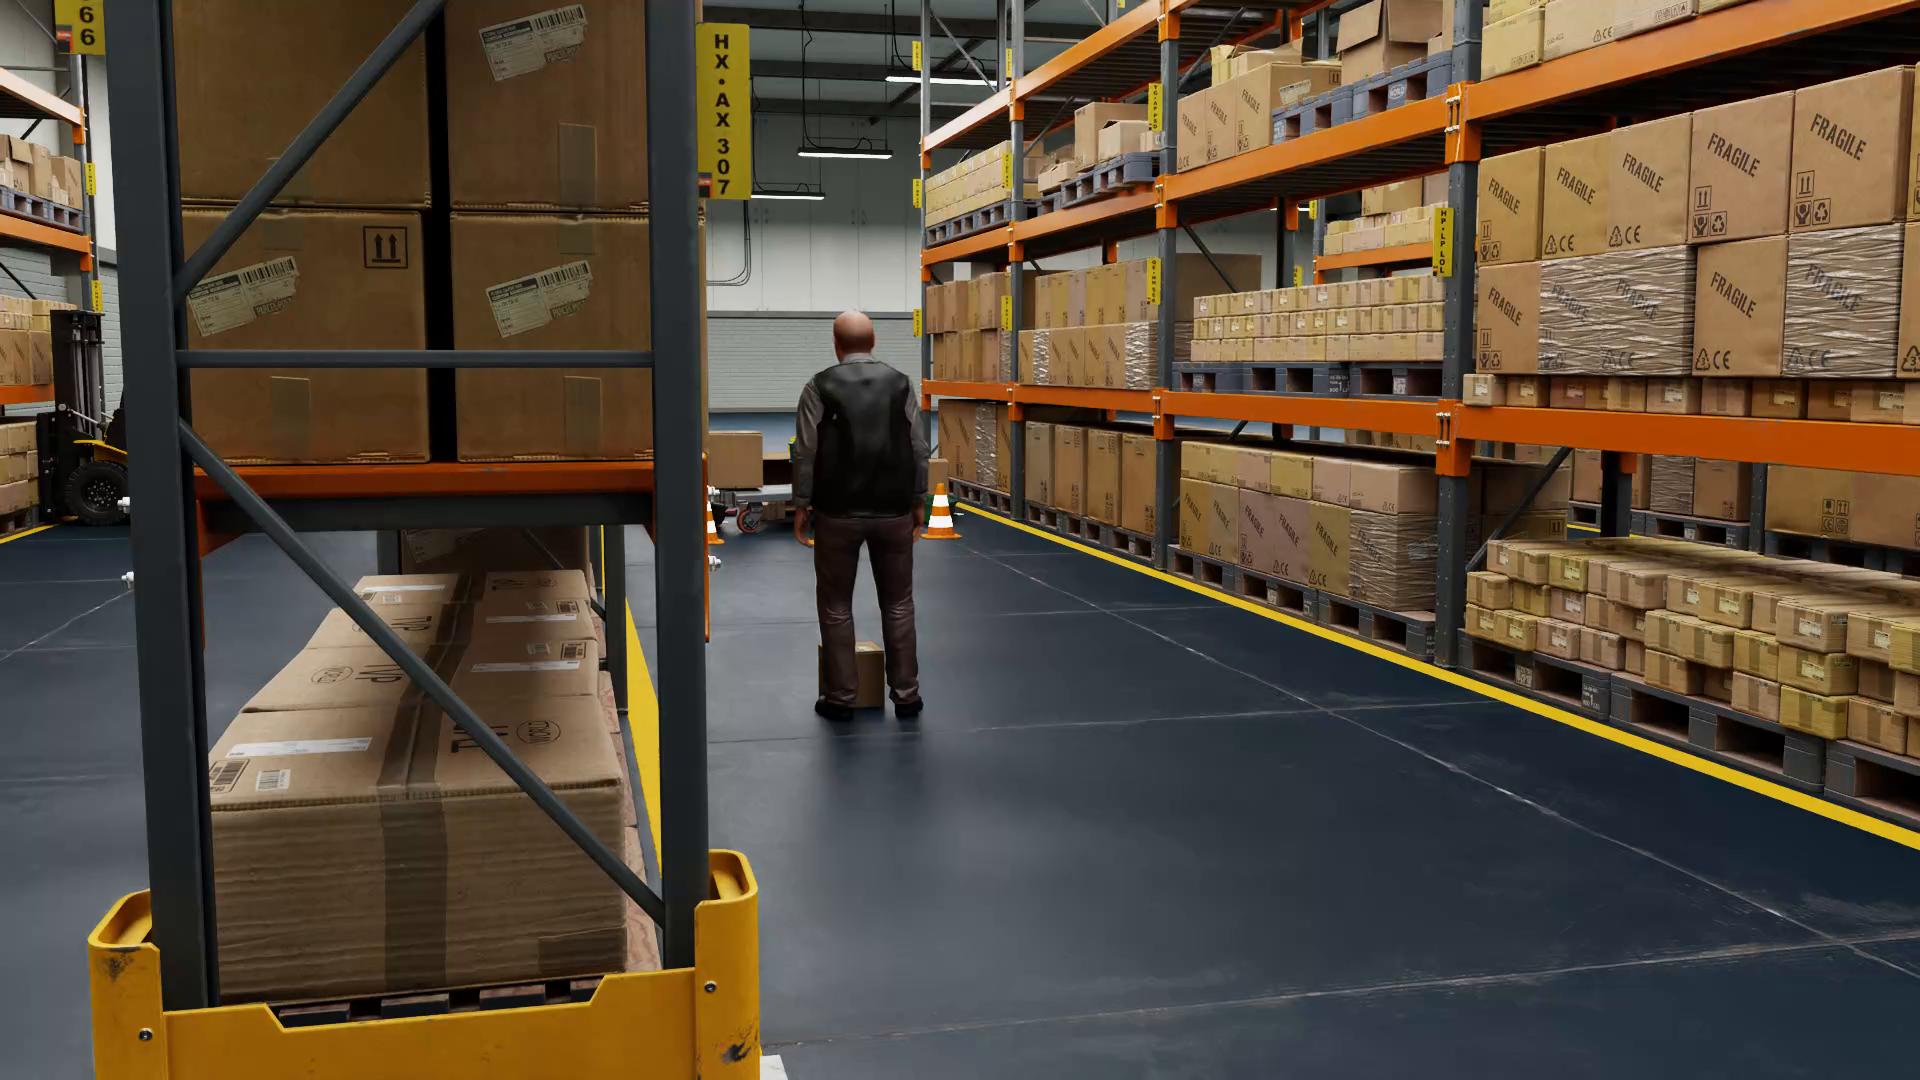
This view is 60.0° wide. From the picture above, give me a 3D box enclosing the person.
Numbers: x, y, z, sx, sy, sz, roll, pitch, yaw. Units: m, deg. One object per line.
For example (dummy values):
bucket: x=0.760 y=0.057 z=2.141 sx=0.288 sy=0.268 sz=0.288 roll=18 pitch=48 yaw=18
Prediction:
person: x=-0.414 y=-0.104 z=7.031 sx=0.589 sy=1.721 sz=0.414 roll=-2 pitch=6 yaw=-15
